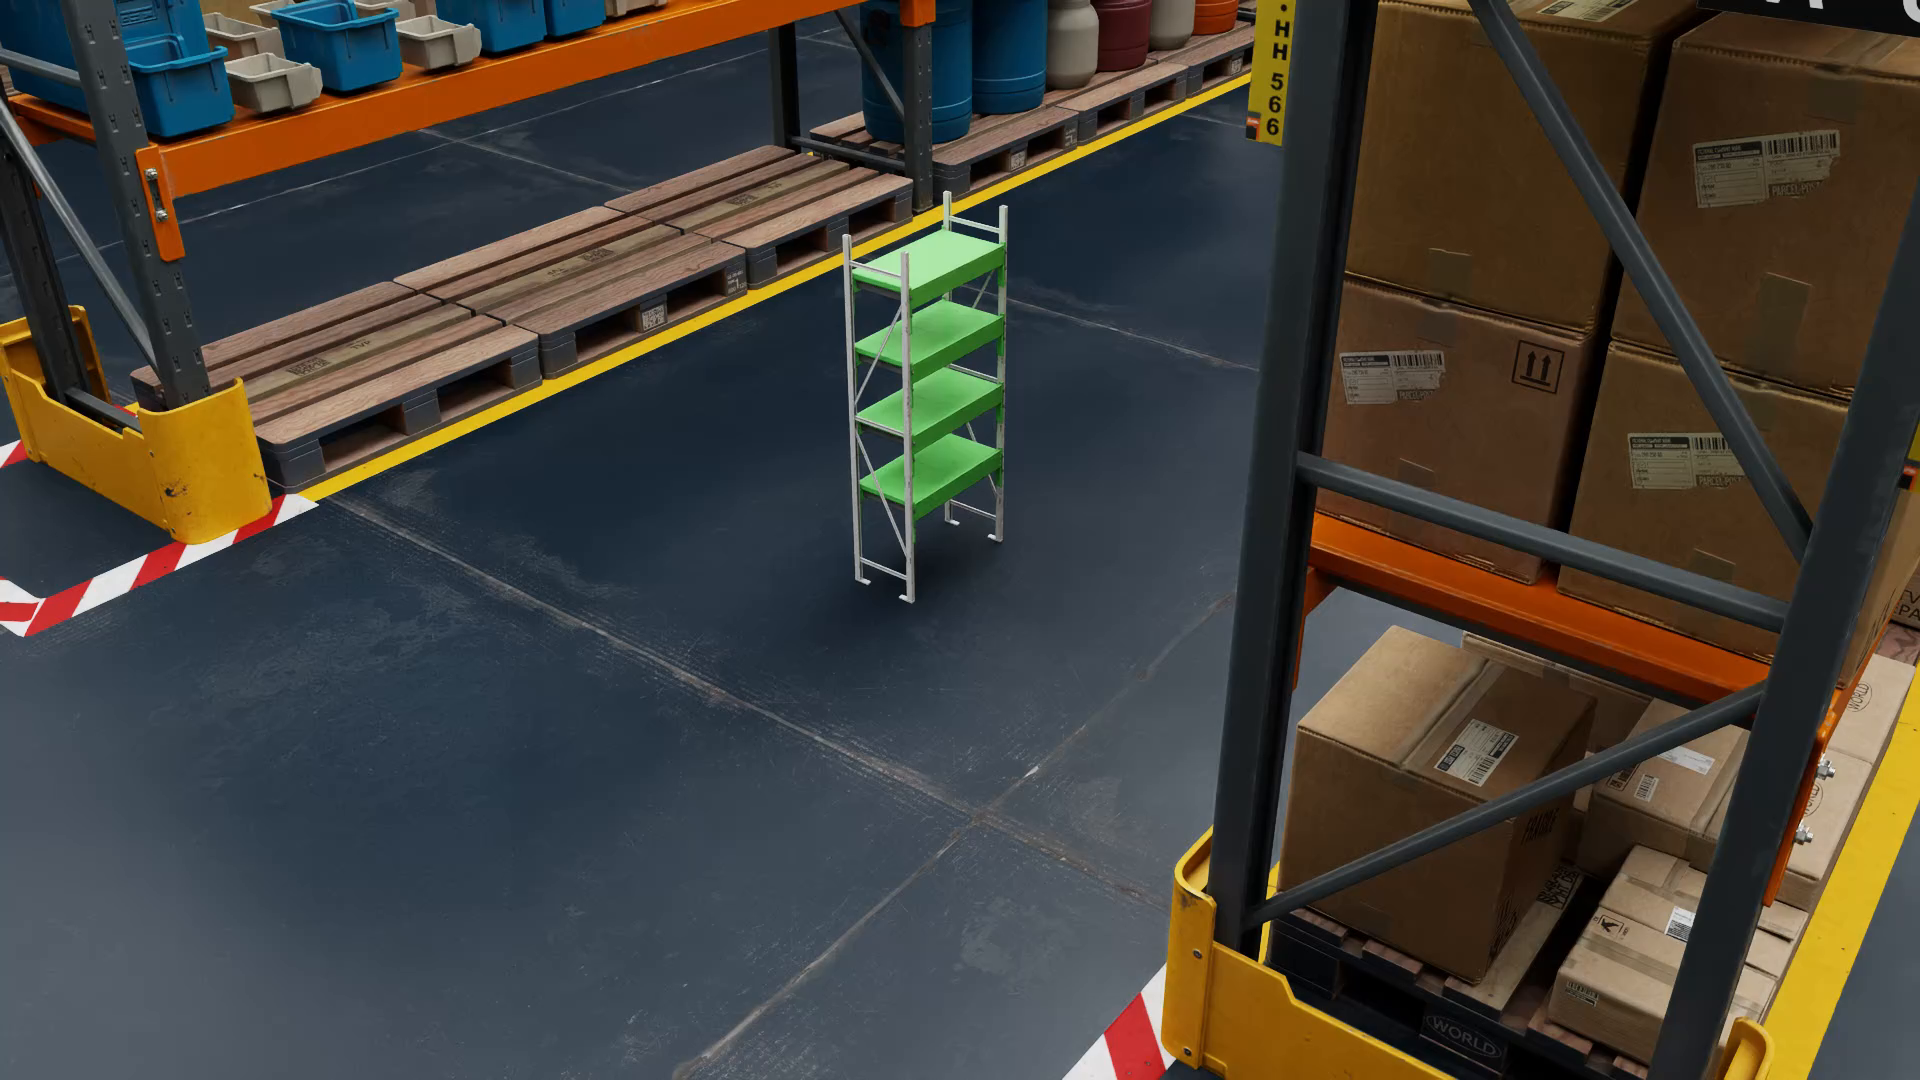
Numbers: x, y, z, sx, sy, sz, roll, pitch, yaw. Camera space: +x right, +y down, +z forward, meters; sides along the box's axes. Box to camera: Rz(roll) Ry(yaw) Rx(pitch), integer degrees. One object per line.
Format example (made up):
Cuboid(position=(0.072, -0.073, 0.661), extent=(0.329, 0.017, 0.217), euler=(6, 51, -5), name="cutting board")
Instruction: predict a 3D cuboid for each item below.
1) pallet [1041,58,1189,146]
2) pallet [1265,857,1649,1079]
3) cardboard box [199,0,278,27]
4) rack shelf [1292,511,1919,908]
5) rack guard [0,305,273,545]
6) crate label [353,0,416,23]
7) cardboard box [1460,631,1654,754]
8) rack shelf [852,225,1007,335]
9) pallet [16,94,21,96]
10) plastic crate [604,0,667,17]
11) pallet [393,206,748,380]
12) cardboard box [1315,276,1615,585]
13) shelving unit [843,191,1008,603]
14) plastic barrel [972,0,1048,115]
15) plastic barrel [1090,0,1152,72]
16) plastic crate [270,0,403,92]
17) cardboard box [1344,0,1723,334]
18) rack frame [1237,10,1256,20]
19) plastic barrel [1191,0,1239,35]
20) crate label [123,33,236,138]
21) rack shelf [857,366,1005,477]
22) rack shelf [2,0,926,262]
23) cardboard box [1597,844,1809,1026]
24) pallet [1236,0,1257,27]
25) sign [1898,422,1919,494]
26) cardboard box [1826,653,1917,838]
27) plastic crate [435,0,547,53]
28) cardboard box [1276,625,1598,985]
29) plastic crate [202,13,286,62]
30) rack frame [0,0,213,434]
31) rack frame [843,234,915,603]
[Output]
Cuboid(position=(0.661, -2.748, 10.180), extent=(1.003, 0.211, 1.213), euler=(21, 37, 31), name="pallet")
Cuboid(position=(1.484, 0.848, 4.113), extent=(1.003, 0.211, 1.213), euler=(21, 37, 31), name="pallet")
Cuboid(position=(-4.985, -3.696, 10.716), extent=(0.875, 0.875, 0.875), euler=(21, 37, 31), name="cardboard box")
Cuboid(position=(2.165, -0.500, 4.358), extent=(1.077, 0.370, 4.000), euler=(21, 37, 31), name="rack shelf")
Cuboid(position=(-2.993, -0.434, 5.991), extent=(1.175, 0.500, 0.348), euler=(21, 37, 31), name="rack guard")
Cuboid(position=(-2.306, -2.056, 6.477), extent=(0.396, 0.136, 0.243), euler=(21, 37, 31), name="crate label")
Cuboid(position=(1.687, 0.323, 4.528), extent=(0.500, 0.250, 0.500), euler=(21, 37, 31), name="cardboard box")
Cuboid(position=(-0.100, -0.807, 5.118), extent=(0.258, 0.148, 0.480), euler=(21, 37, 31), name="rack shelf")
Cuboid(position=(-5.780, -2.690, 10.082), extent=(1.003, 0.211, 1.213), euler=(21, 37, 31), name="pallet")
Cuboid(position=(-1.386, -2.261, 6.822), extent=(0.293, 0.136, 0.466), euler=(21, 37, 31), name="plastic crate")
Cuboid(position=(-1.723, -1.140, 7.467), extent=(1.003, 0.211, 1.213), euler=(21, 37, 31), name="pallet")
Cuboid(position=(1.011, -0.306, 3.225), extent=(0.500, 0.500, 0.500), euler=(22, 37, 33), name="cardboard box")
Cuboid(position=(-0.100, -0.449, 5.331), extent=(0.258, 1.200, 0.503), euler=(21, 37, 31), name="shelving unit")
Cuboid(position=(0.195, -2.930, 9.399), extent=(0.600, 0.901, 0.708), euler=(21, 37, 31), name="plastic barrel")
Cuboid(position=(0.877, -3.255, 10.253), extent=(0.600, 0.588, 0.708), euler=(21, 37, 31), name="plastic barrel")
Cuboid(position=(-2.180, -1.743, 5.855), extent=(0.416, 0.233, 0.300), euler=(21, 37, 31), name="plastic crate")
Cuboid(position=(1.007, -0.735, 2.970), extent=(0.500, 0.500, 0.500), euler=(21, 36, 31), name="cardboard box")
Cuboid(position=(1.840, -4.774, 10.864), extent=(1.000, 3.000, 0.127), euler=(21, 37, 31), name="rack frame")
Cuboid(position=(1.559, -3.817, 10.966), extent=(0.600, 0.830, 0.708), euler=(21, 37, 31), name="plastic barrel")
Cuboid(position=(-2.577, -1.476, 5.403), extent=(0.416, 0.233, 0.303), euler=(21, 37, 31), name="crate label")
Cuboid(position=(-0.100, -0.394, 5.363), extent=(0.258, 0.148, 0.480), euler=(21, 37, 31), name="rack shelf")
Cuboid(position=(-1.782, -2.026, 6.932), extent=(1.077, 0.370, 4.000), euler=(21, 37, 31), name="rack shelf")
Cuboid(position=(1.636, 0.867, 3.693), extent=(0.380, 0.166, 0.250), euler=(21, 37, 31), name="cardboard box")
Cuboid(position=(2.339, -3.878, 12.086), extent=(1.003, 0.211, 1.213), euler=(21, 37, 31), name="pallet")
Cuboid(position=(1.391, -0.202, 2.300), extent=(0.100, 0.325, 0.005), euler=(21, 37, 31), name="sign")
Cuboid(position=(2.116, 0.457, 4.303), extent=(0.500, 0.250, 0.500), euler=(21, 37, 31), name="cardboard box")
Cuboid(position=(-1.783, -2.011, 6.306), extent=(0.416, 0.233, 0.300), euler=(21, 37, 31), name="plastic crate")
Cuboid(position=(1.090, 0.592, 3.828), extent=(0.500, 0.500, 0.500), euler=(21, 37, 31), name="cardboard box")
Cuboid(position=(-2.641, -1.822, 6.082), extent=(0.396, 0.136, 0.243), euler=(21, 37, 31), name="plastic crate")
Cuboid(position=(-2.989, -1.523, 5.377), extent=(1.000, 3.000, 0.127), euler=(21, 37, 31), name="rack frame")
Cuboid(position=(-0.247, -0.350, 5.163), extent=(0.240, 1.200, 0.015), euler=(21, 37, 31), name="rack frame")
